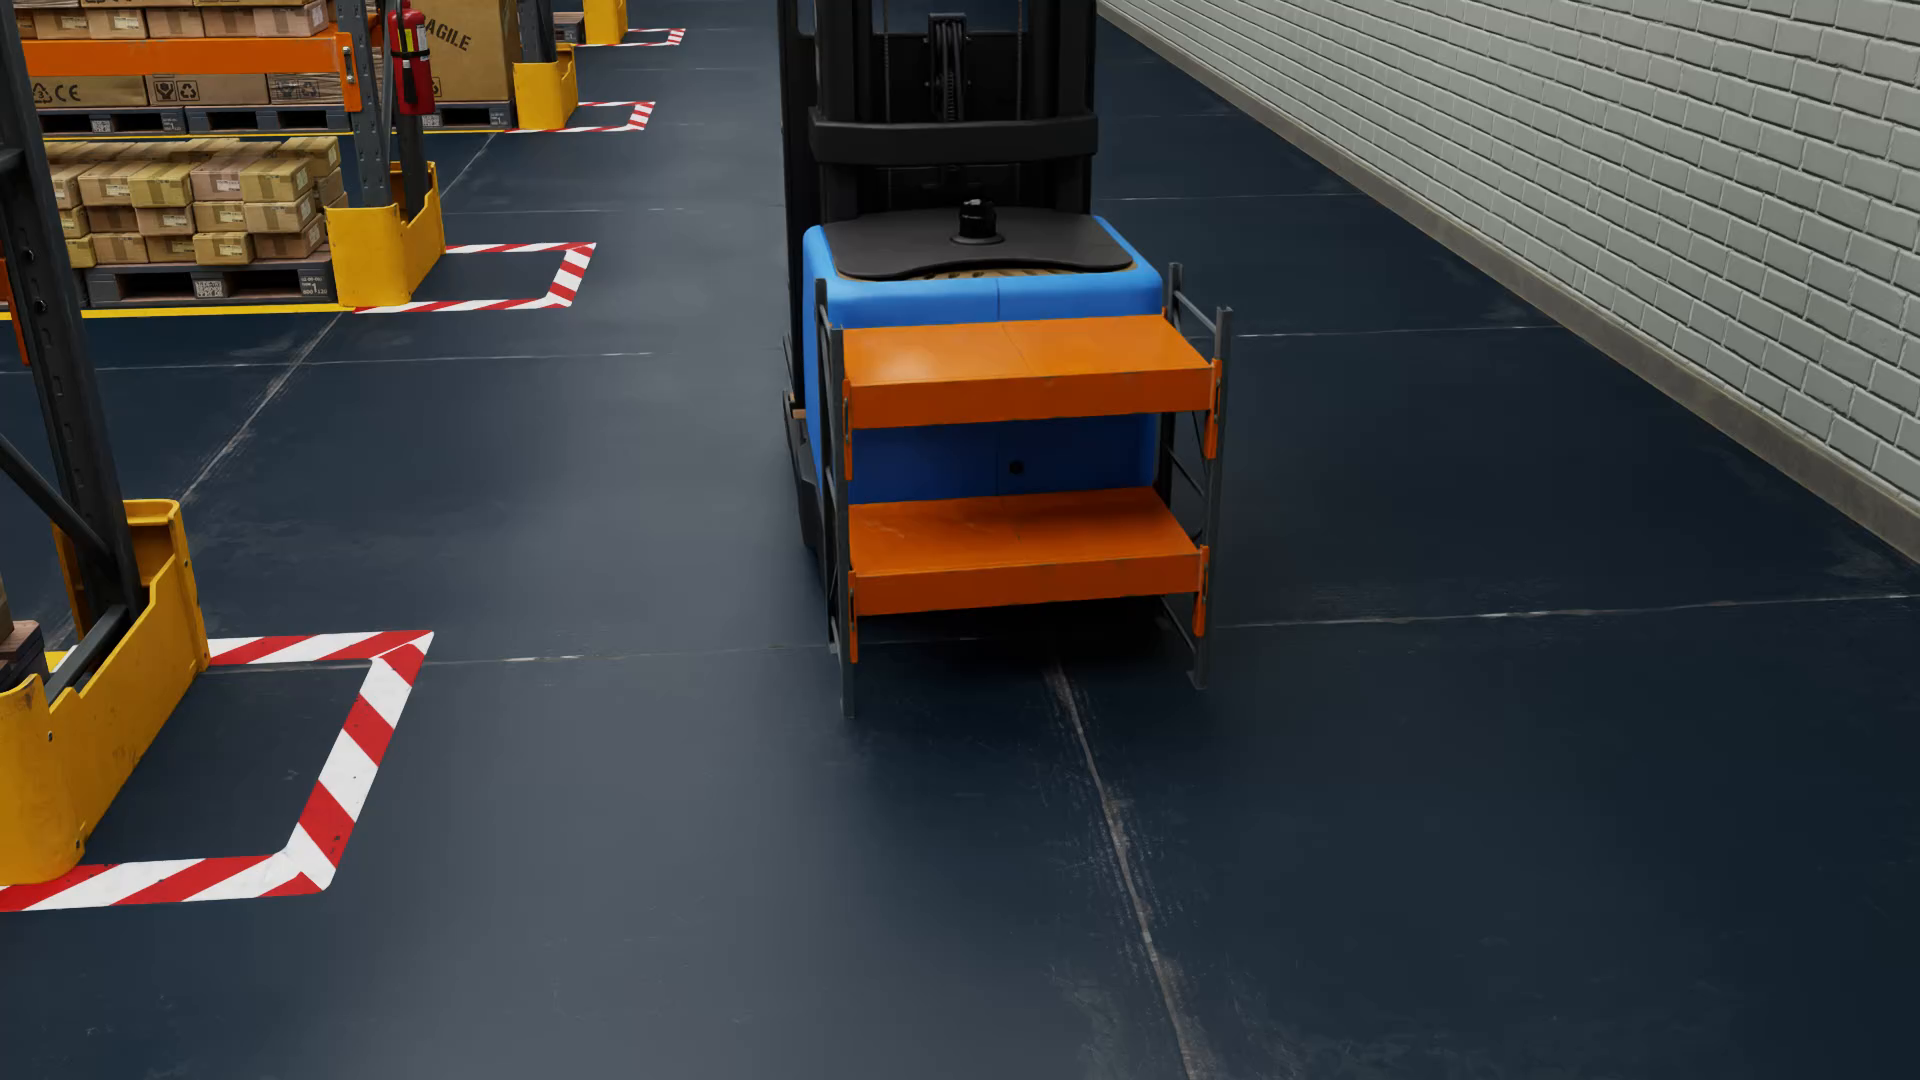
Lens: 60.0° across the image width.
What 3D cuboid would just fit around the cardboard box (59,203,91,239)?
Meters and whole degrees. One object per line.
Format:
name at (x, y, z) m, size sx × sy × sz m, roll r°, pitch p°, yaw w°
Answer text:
cardboard box at (-4.483, -1.628, 8.347) m, size 0.250 × 0.149 × 0.380 m, roll -2°, pitch 24°, yaw -4°

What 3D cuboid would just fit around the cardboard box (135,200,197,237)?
cardboard box at (-3.969, -1.654, 8.405) m, size 0.250 × 0.149 × 0.380 m, roll -3°, pitch 24°, yaw -7°

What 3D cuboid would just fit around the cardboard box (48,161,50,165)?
cardboard box at (-4.757, -1.792, 8.349) m, size 0.250 × 0.149 × 0.380 m, roll -3°, pitch 24°, yaw -7°

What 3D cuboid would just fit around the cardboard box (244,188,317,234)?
cardboard box at (-3.452, -1.675, 8.453) m, size 0.250 × 0.149 × 0.380 m, roll -3°, pitch 24°, yaw -7°

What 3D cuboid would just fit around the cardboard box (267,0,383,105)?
cardboard box at (-4.877, -3.922, 12.981) m, size 0.875 × 0.875 × 0.875 m, roll -2°, pitch 24°, yaw -5°

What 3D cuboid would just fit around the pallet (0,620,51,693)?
pallet at (-3.156, 0.548, 4.258) m, size 1.213 × 0.211 × 1.003 m, roll -2°, pitch 24°, yaw -5°

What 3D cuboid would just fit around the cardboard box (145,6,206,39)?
cardboard box at (-3.751, -2.534, 8.067) m, size 0.250 × 0.149 × 0.380 m, roll -3°, pitch 24°, yaw -6°

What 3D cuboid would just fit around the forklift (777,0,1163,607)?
forklift at (-0.114, -1.701, 5.968) m, size 1.130 × 2.935 × 3.031 m, roll -4°, pitch 24°, yaw -8°

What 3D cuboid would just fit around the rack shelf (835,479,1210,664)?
rack shelf at (0.153, 0.076, 4.796) m, size 1.000 × 0.278 × 0.538 m, roll -4°, pitch 24°, yaw -9°

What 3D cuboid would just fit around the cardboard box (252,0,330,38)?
cardboard box at (-3.252, -2.545, 8.091) m, size 0.250 × 0.149 × 0.380 m, roll -2°, pitch 24°, yaw -5°

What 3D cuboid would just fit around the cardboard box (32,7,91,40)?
cardboard box at (-4.268, -2.516, 8.026) m, size 0.250 × 0.149 × 0.380 m, roll -3°, pitch 24°, yaw -7°

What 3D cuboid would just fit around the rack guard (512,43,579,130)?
rack guard at (-3.318, -3.654, 13.356) m, size 0.348 × 0.500 × 1.175 m, roll -2°, pitch 24°, yaw -5°

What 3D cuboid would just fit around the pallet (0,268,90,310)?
pallet at (-5.054, -1.444, 8.739) m, size 1.213 × 0.211 × 1.003 m, roll -2°, pitch 24°, yaw -5°

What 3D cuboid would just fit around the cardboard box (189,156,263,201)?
cardboard box at (-3.713, -1.837, 8.451) m, size 0.250 × 0.149 × 0.380 m, roll -2°, pitch 24°, yaw -4°

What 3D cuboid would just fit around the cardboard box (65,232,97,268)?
cardboard box at (-4.468, -1.493, 8.409) m, size 0.250 × 0.149 × 0.380 m, roll -3°, pitch 24°, yaw -8°

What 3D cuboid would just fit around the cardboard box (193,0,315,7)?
cardboard box at (-3.377, -2.846, 7.972) m, size 0.500 × 0.500 × 0.500 m, roll -2°, pitch 24°, yaw -4°

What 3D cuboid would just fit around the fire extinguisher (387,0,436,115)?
fire extinguisher at (-2.659, -2.405, 8.021) m, size 0.183 × 0.674 × 0.296 m, roll -2°, pitch 24°, yaw -5°

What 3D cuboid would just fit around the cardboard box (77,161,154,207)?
cardboard box at (-4.222, -1.791, 8.347) m, size 0.250 × 0.149 × 0.380 m, roll -3°, pitch 24°, yaw -7°

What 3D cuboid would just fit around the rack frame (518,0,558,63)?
rack frame at (-3.342, -4.796, 12.846) m, size 0.127 × 3.000 × 1.000 m, roll -2°, pitch 24°, yaw -5°

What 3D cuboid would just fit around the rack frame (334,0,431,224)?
rack frame at (-2.955, -2.787, 8.327) m, size 0.127 × 3.000 × 1.000 m, roll -2°, pitch 24°, yaw -5°

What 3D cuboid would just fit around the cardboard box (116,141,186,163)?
cardboard box at (-4.275, -2.003, 8.824) m, size 0.250 × 0.149 × 0.380 m, roll -3°, pitch 24°, yaw -8°

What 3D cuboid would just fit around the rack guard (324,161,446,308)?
rack guard at (-3.031, -1.642, 8.828) m, size 0.348 × 0.500 × 1.175 m, roll -2°, pitch 24°, yaw -5°

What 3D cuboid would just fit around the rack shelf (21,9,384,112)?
rack shelf at (-4.946, -2.378, 8.293) m, size 4.000 × 0.370 × 1.077 m, roll -2°, pitch 24°, yaw -5°

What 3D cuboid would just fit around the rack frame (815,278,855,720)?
rack frame at (-0.348, -0.114, 4.621) m, size 0.032 × 1.125 × 0.500 m, roll -4°, pitch 24°, yaw -9°

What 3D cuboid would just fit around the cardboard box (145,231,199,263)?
cardboard box at (-3.976, -1.544, 8.523) m, size 0.250 × 0.149 × 0.380 m, roll -2°, pitch 24°, yaw -5°

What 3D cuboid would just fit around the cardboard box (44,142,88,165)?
cardboard box at (-4.818, -2.004, 8.825) m, size 0.250 × 0.149 × 0.380 m, roll -2°, pitch 24°, yaw -4°

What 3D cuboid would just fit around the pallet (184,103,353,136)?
pallet at (-5.342, -3.410, 13.163) m, size 1.213 × 0.211 × 1.003 m, roll -2°, pitch 24°, yaw -5°

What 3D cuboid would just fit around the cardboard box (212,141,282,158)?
cardboard box at (-3.773, -2.005, 8.827) m, size 0.250 × 0.149 × 0.380 m, roll -2°, pitch 24°, yaw -4°

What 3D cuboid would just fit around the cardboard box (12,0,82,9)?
cardboard box at (-4.394, -2.804, 7.876) m, size 0.500 × 0.500 × 0.500 m, roll -2°, pitch 24°, yaw -5°

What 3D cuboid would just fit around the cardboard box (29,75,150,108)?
cardboard box at (-6.658, -3.851, 12.820) m, size 0.875 × 0.875 × 0.875 m, roll -2°, pitch 24°, yaw -5°

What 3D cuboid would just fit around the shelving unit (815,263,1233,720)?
shelving unit at (0.153, -0.147, 4.696) m, size 1.048 × 1.125 × 0.538 m, roll -4°, pitch 24°, yaw -9°

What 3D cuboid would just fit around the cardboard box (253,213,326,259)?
cardboard box at (-3.459, -1.571, 8.584) m, size 0.250 × 0.149 × 0.380 m, roll -2°, pitch 24°, yaw -4°
